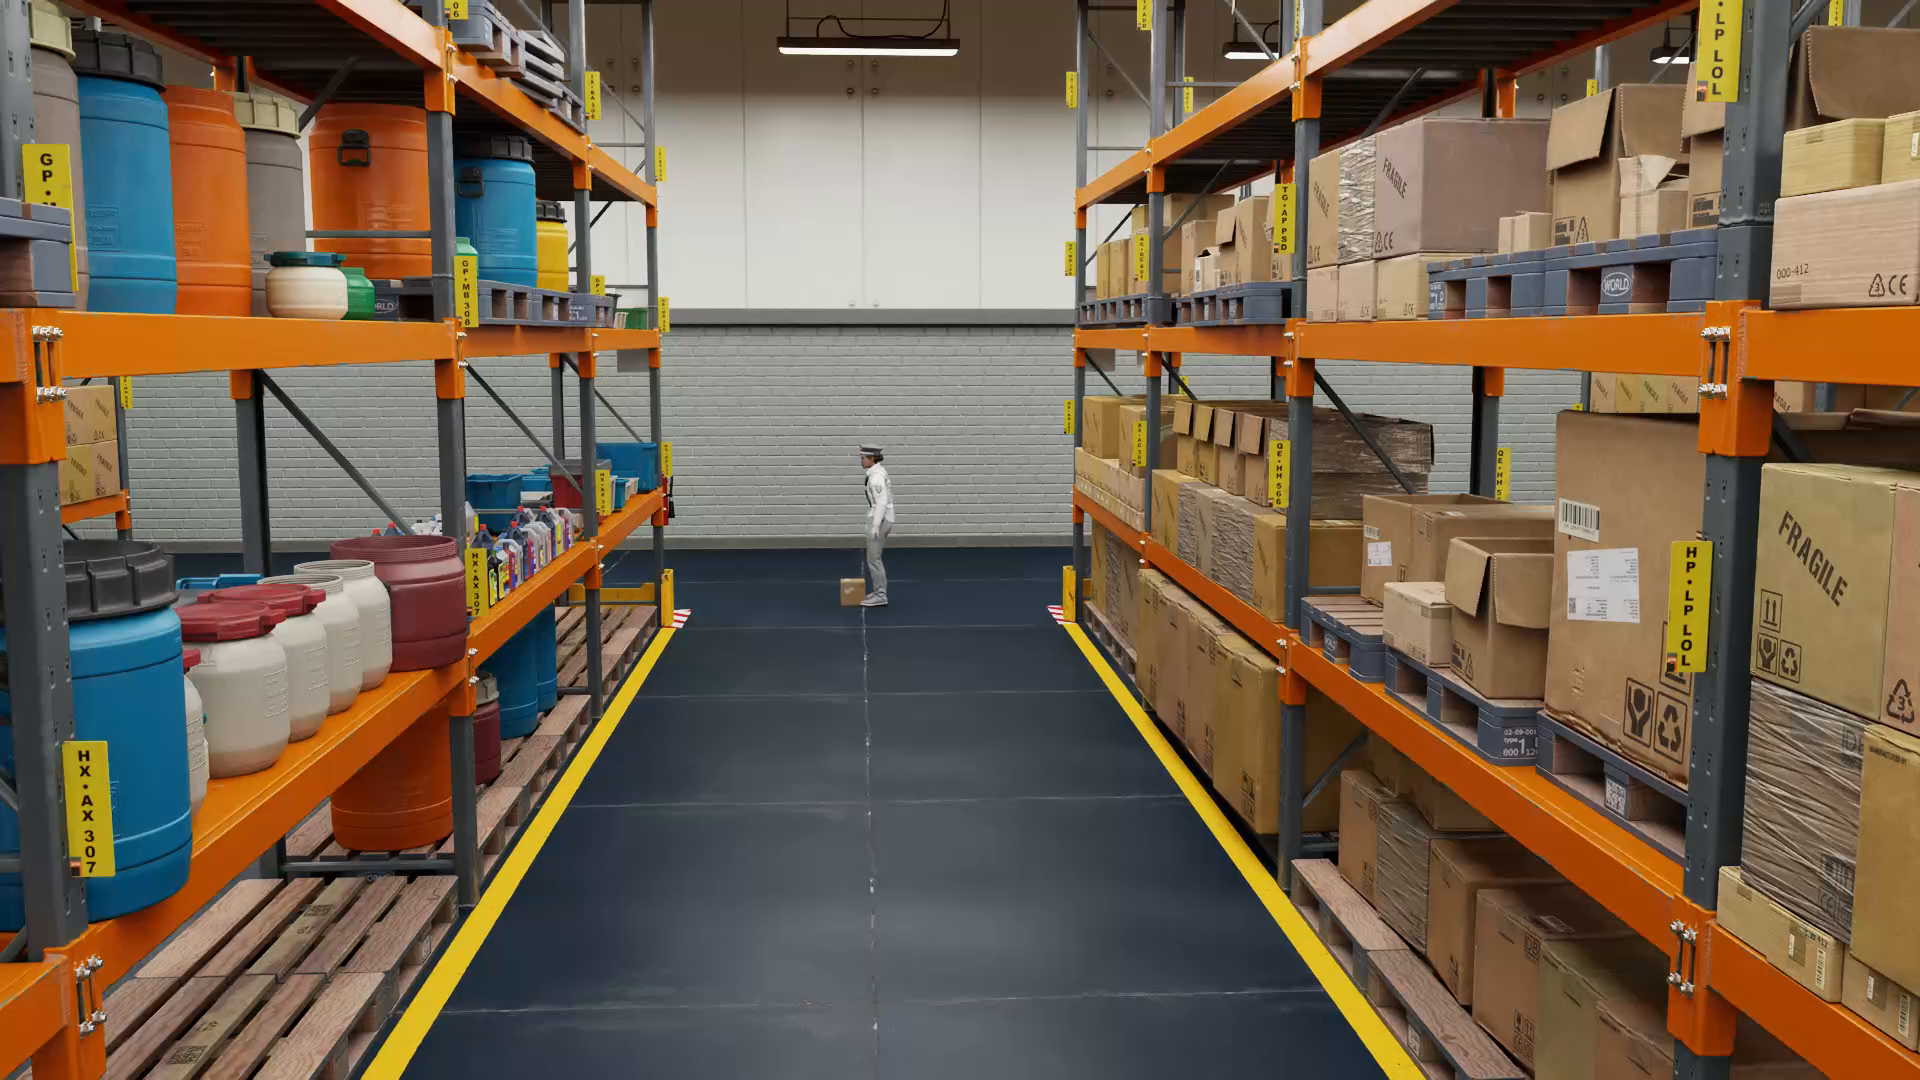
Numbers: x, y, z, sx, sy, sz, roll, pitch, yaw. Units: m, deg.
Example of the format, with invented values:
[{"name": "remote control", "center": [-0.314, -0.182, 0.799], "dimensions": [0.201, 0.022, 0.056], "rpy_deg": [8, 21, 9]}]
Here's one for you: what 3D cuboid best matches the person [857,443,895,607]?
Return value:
[{"name": "person", "center": [-0.863, -0.162, 17.074], "dimensions": [0.374, 1.661, 0.535], "rpy_deg": [-1, 7, -7]}]
